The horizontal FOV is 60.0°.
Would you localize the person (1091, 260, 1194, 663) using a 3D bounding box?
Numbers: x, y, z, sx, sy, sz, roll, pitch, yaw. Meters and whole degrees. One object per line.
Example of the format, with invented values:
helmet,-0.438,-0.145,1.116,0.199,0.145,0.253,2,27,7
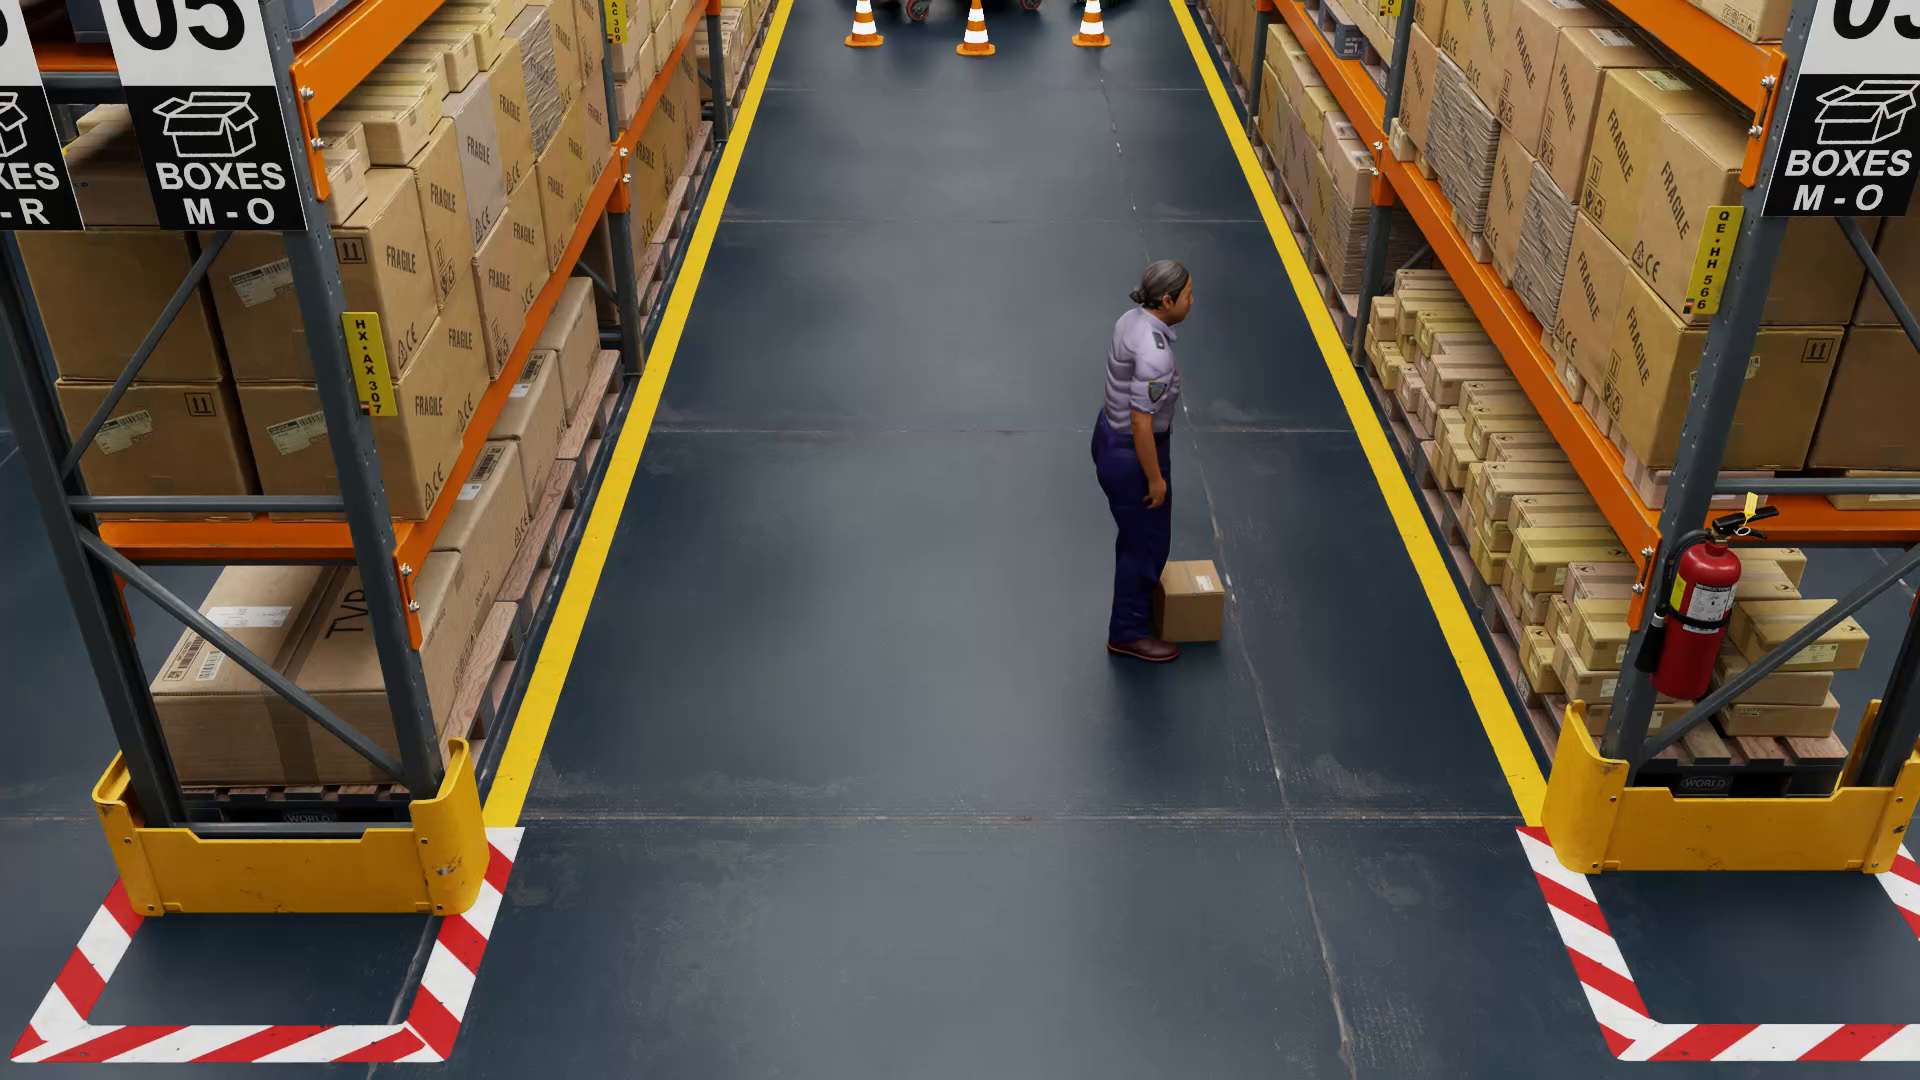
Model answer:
person,0.750,-0.326,6.684,0.425,1.636,0.556,-2,32,-3
